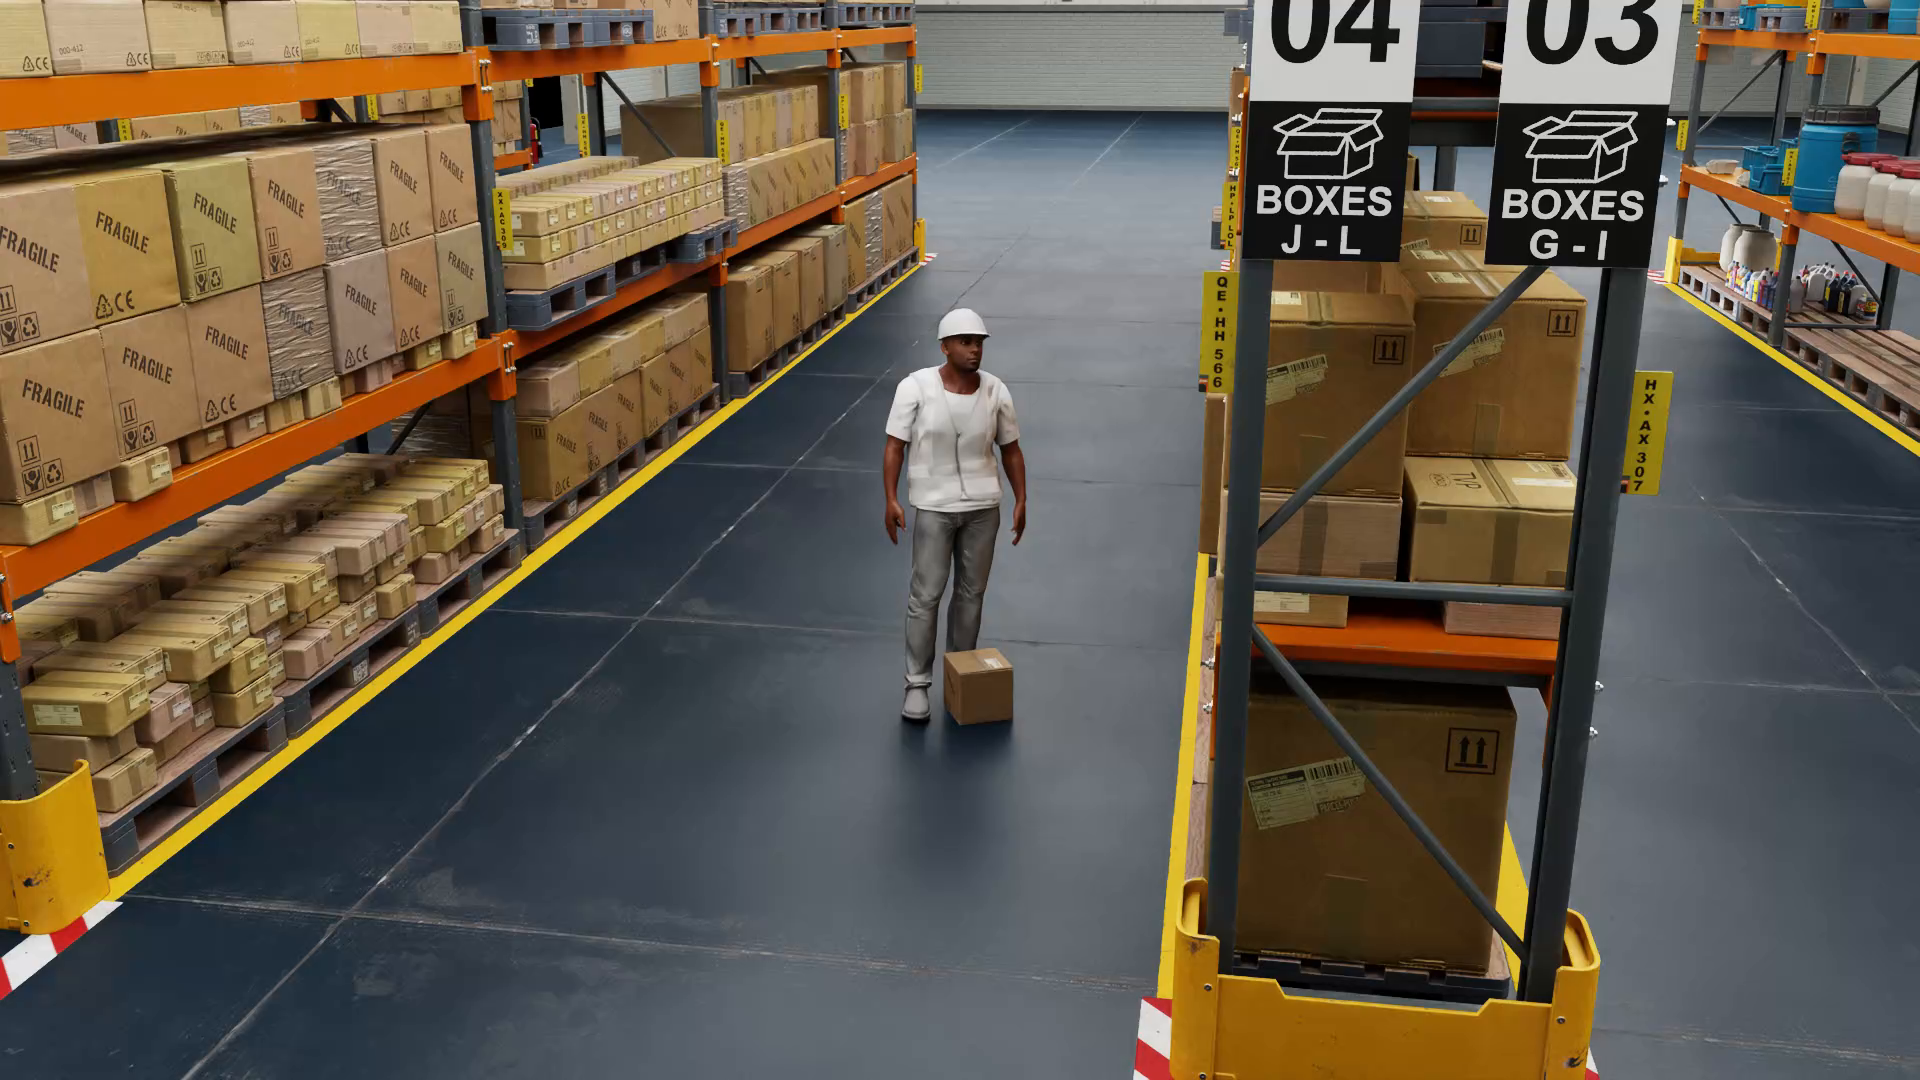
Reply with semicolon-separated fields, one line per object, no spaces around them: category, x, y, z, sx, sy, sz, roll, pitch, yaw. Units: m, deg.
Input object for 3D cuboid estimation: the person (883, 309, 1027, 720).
person;-0.001;-0.131;7.392;0.666;1.765;0.578;-5;18;-15
